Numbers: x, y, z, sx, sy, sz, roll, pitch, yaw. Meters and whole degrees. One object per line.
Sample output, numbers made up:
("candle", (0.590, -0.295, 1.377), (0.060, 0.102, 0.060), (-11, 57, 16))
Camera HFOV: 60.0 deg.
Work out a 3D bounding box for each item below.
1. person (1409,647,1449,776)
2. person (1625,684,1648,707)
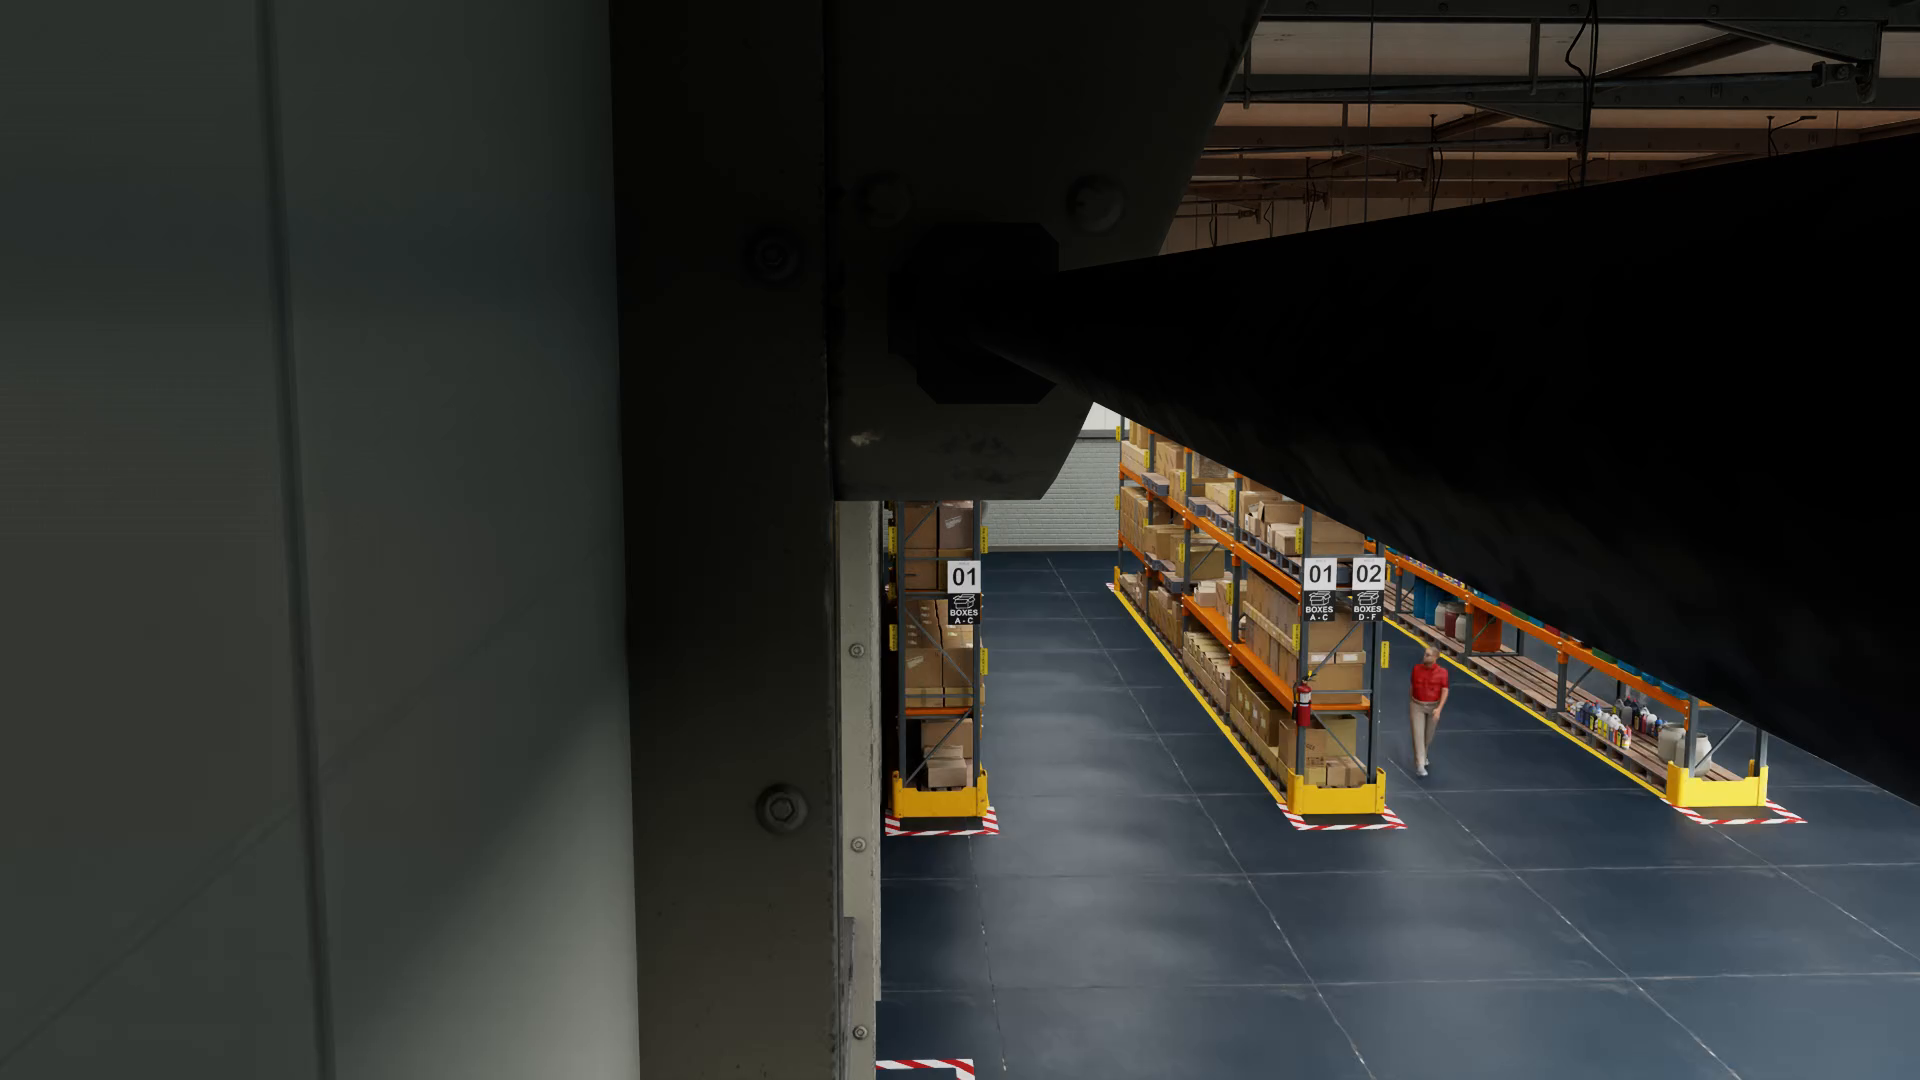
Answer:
("person", (6.310, 2.276, 22.349), (0.492, 1.665, 1.036), (0, 8, 2))
("person", (10.652, 1.704, 26.172), (0.544, 1.794, 0.415), (6, 10, 36))
